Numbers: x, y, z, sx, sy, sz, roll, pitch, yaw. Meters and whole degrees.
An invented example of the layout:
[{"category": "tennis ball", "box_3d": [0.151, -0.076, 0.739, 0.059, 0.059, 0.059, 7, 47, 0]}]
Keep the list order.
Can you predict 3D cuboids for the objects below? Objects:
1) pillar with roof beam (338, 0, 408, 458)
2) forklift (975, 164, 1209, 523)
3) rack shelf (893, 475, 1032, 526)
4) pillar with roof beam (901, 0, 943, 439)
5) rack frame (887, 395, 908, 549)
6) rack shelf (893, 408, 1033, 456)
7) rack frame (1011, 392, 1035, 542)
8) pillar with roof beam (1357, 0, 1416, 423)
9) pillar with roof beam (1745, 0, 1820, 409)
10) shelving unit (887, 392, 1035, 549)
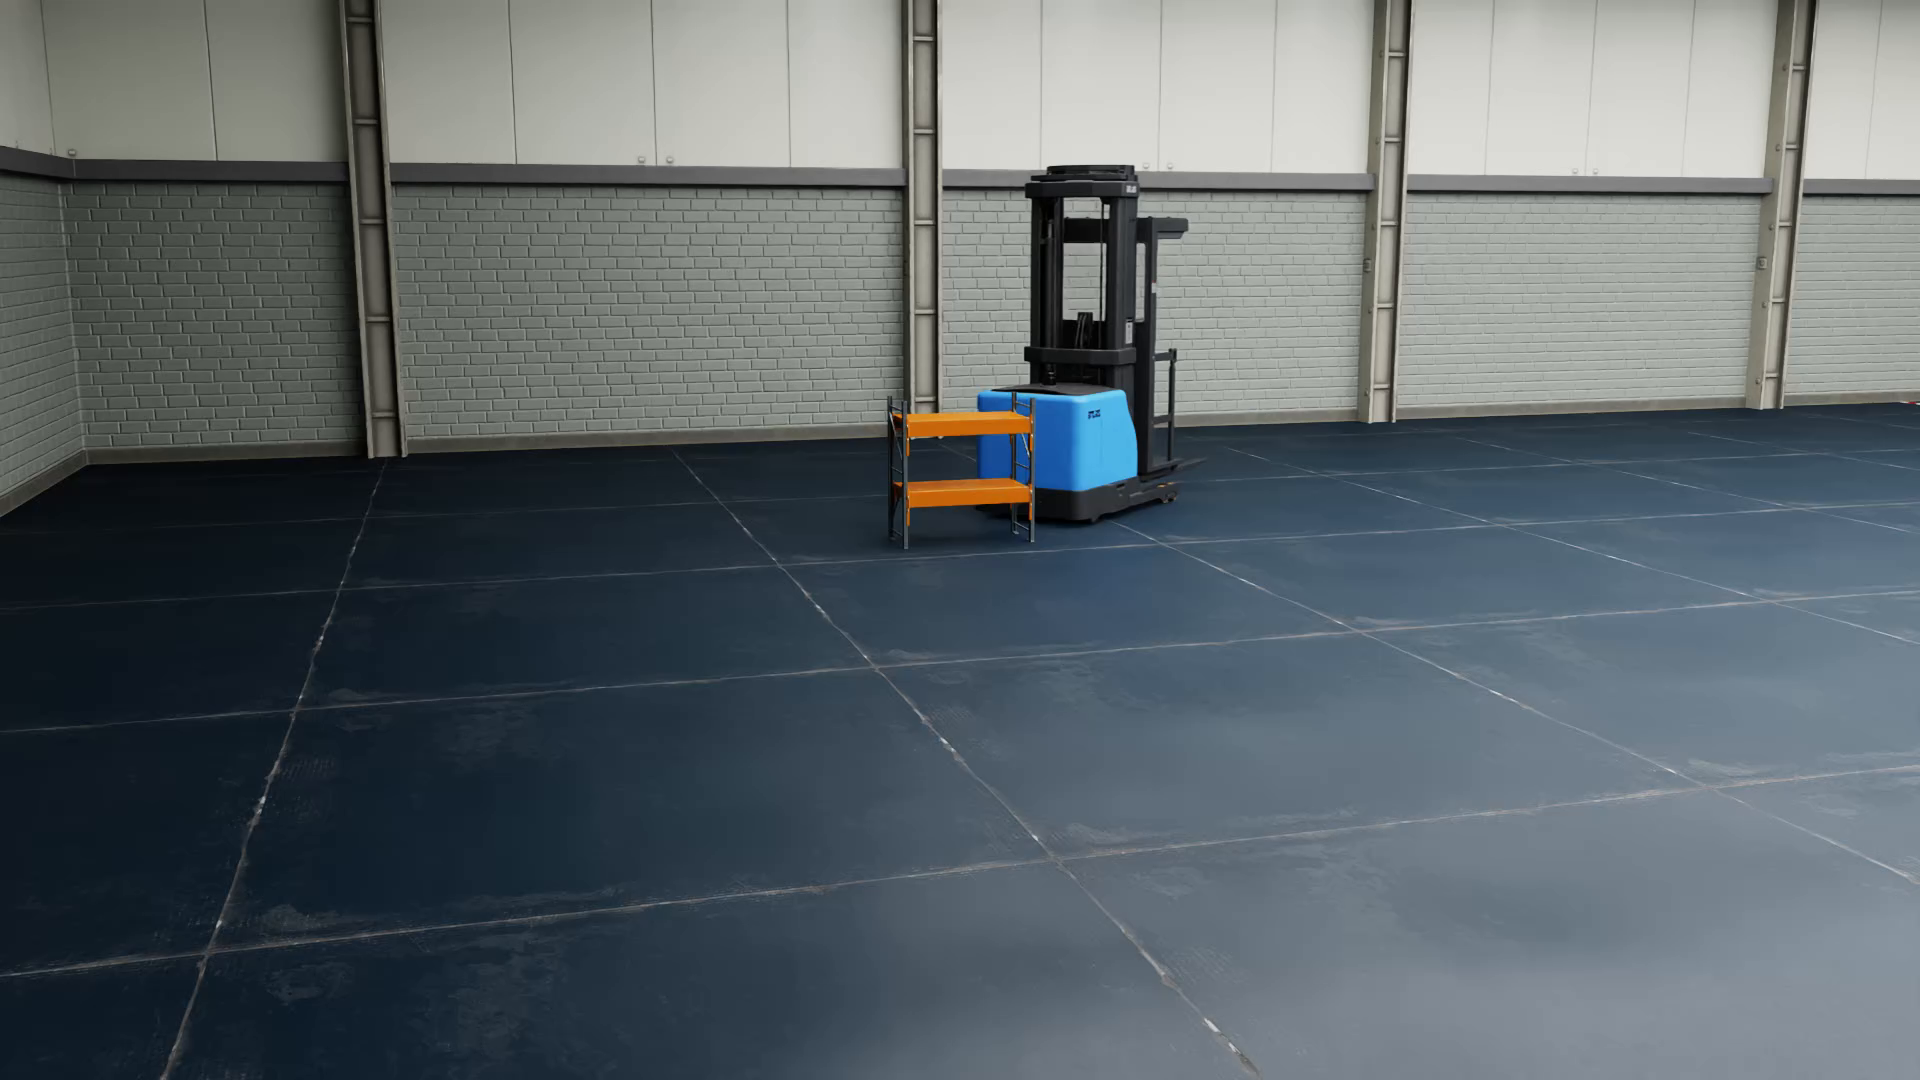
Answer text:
[{"category": "pillar with roof beam", "box_3d": [-4.991, -4.590, 13.123, 0.400, 9.000, 9.100, -3, 11, -16]}, {"category": "forklift", "box_3d": [1.329, -1.806, 14.763, 1.130, 2.935, 3.031, 6, 12, 31]}, {"category": "rack shelf", "box_3d": [0.006, -0.313, 12.991, 1.000, 0.278, 0.538, -3, 11, -16]}, {"category": "pillar with roof beam", "box_3d": [0.770, -4.893, 14.772, 0.400, 9.000, 9.100, -3, 11, -16]}, {"category": "rack frame", "box_3d": [-0.482, -0.528, 12.807, 0.032, 1.125, 0.500, -3, 11, -16]}, {"category": "rack shelf", "box_3d": [0.006, -0.841, 12.894, 1.000, 0.278, 0.538, -3, 11, -16]}, {"category": "rack frame", "box_3d": [0.495, -0.579, 13.086, 0.032, 1.125, 0.500, -3, 11, -16]}, {"category": "pillar with roof beam", "box_3d": [6.531, -5.197, 16.421, 0.400, 9.000, 9.100, -3, 11, -16]}, {"category": "pillar with roof beam", "box_3d": [12.292, -5.501, 18.071, 0.400, 9.000, 9.100, -3, 11, -16]}, {"category": "shelving unit", "box_3d": [0.006, -0.554, 12.947, 1.048, 1.125, 0.538, -3, 11, -16]}]
